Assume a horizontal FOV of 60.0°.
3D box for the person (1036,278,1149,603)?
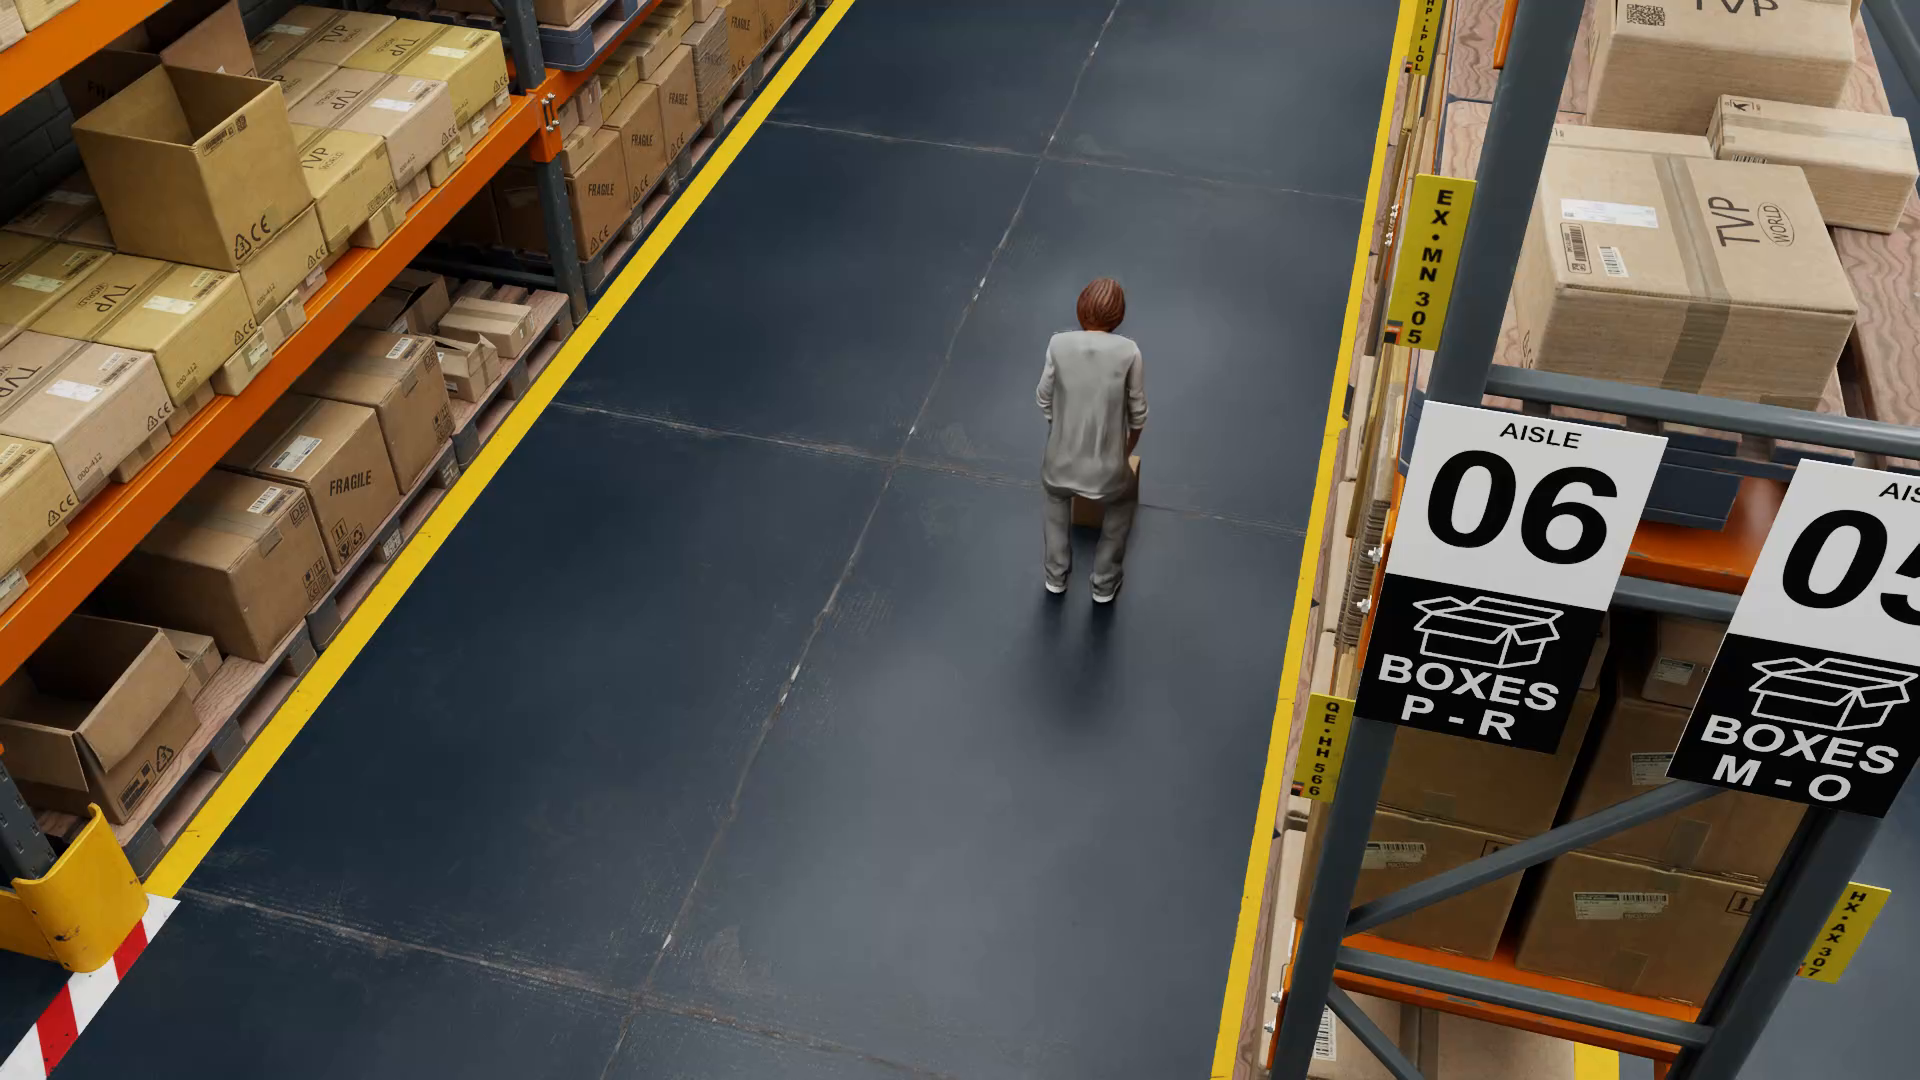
[{"bbox_3d":[0.507,-0.362,6.748,0.460,1.376,0.602,11,43,12],"label":"person"}]
